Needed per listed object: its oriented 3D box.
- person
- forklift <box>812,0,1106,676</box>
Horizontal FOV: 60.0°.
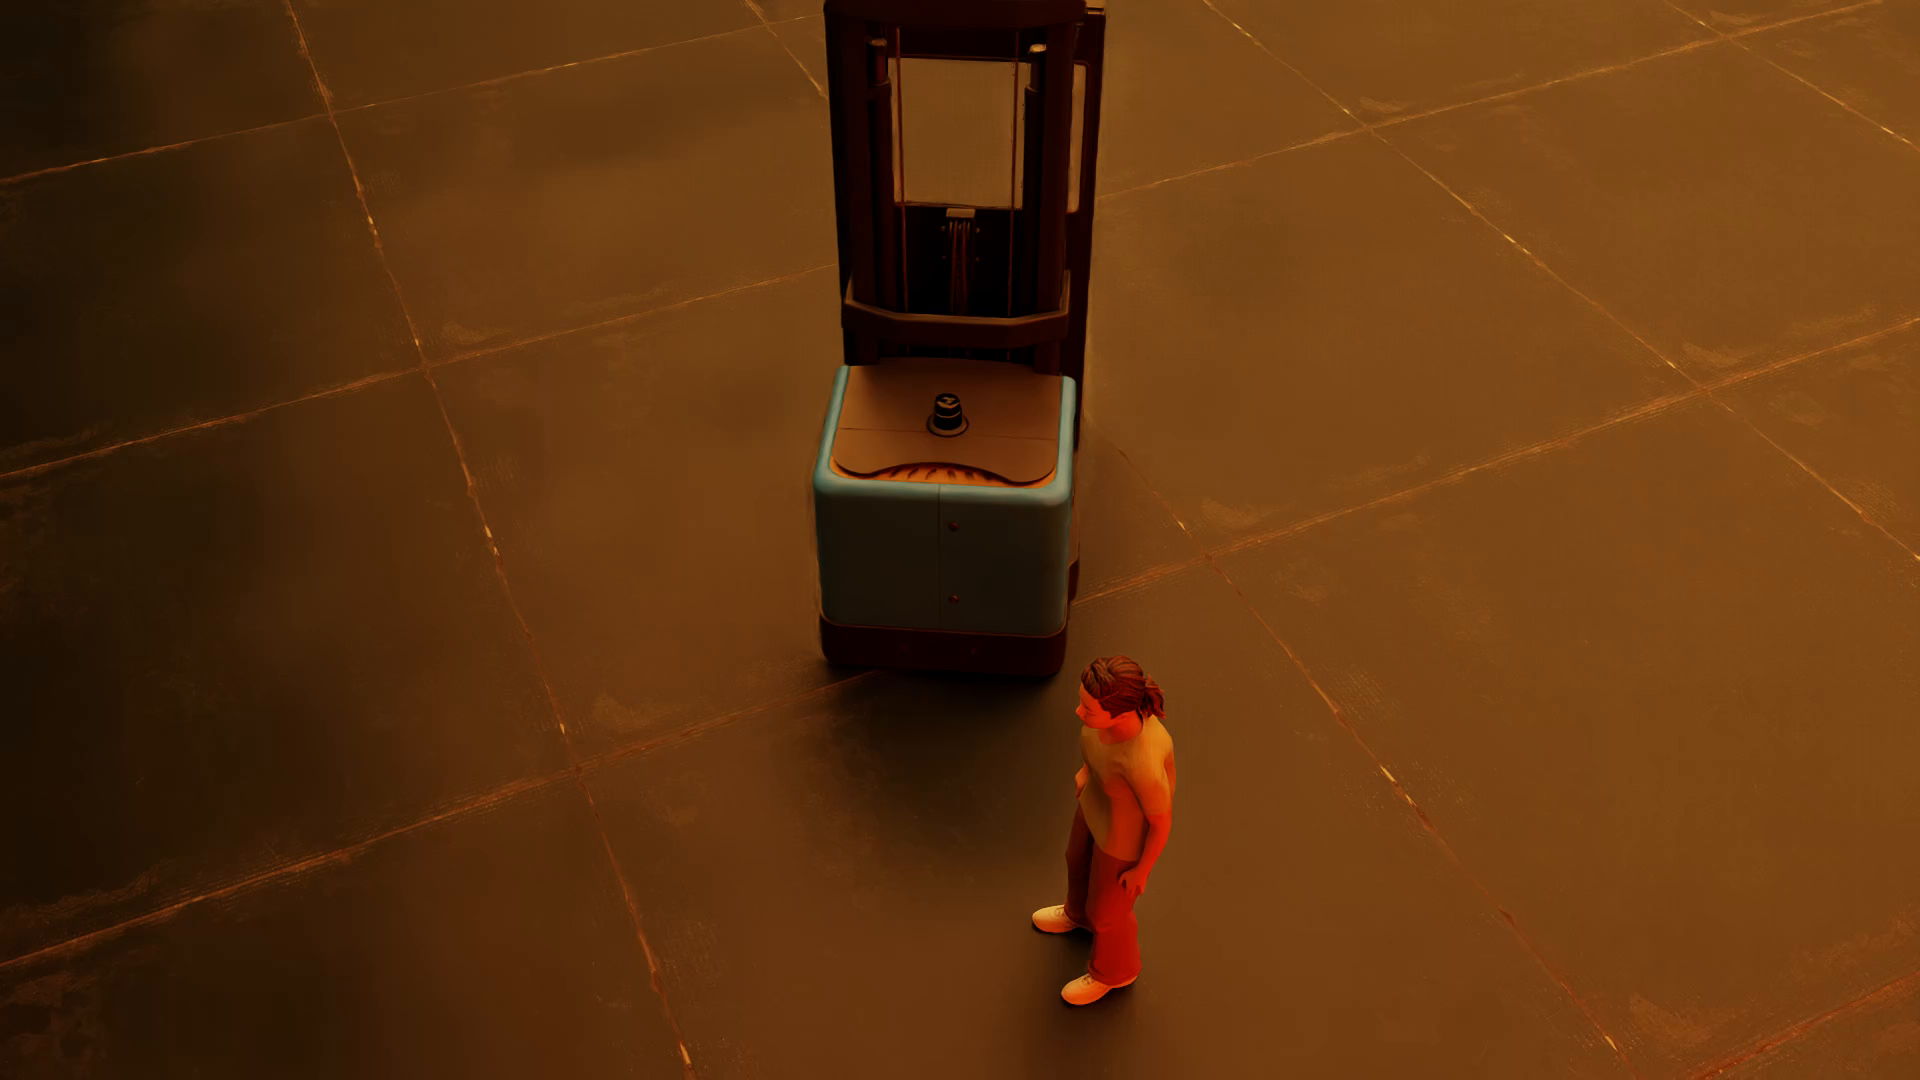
[{"bbox_3d":[0.505,0.953,5.583,0.358,1.671,0.523,-12,44,-12],"label":"person"},{"bbox_3d":[0.040,-1.489,7.276,1.130,2.935,3.031,3,43,3],"label":"forklift"}]
